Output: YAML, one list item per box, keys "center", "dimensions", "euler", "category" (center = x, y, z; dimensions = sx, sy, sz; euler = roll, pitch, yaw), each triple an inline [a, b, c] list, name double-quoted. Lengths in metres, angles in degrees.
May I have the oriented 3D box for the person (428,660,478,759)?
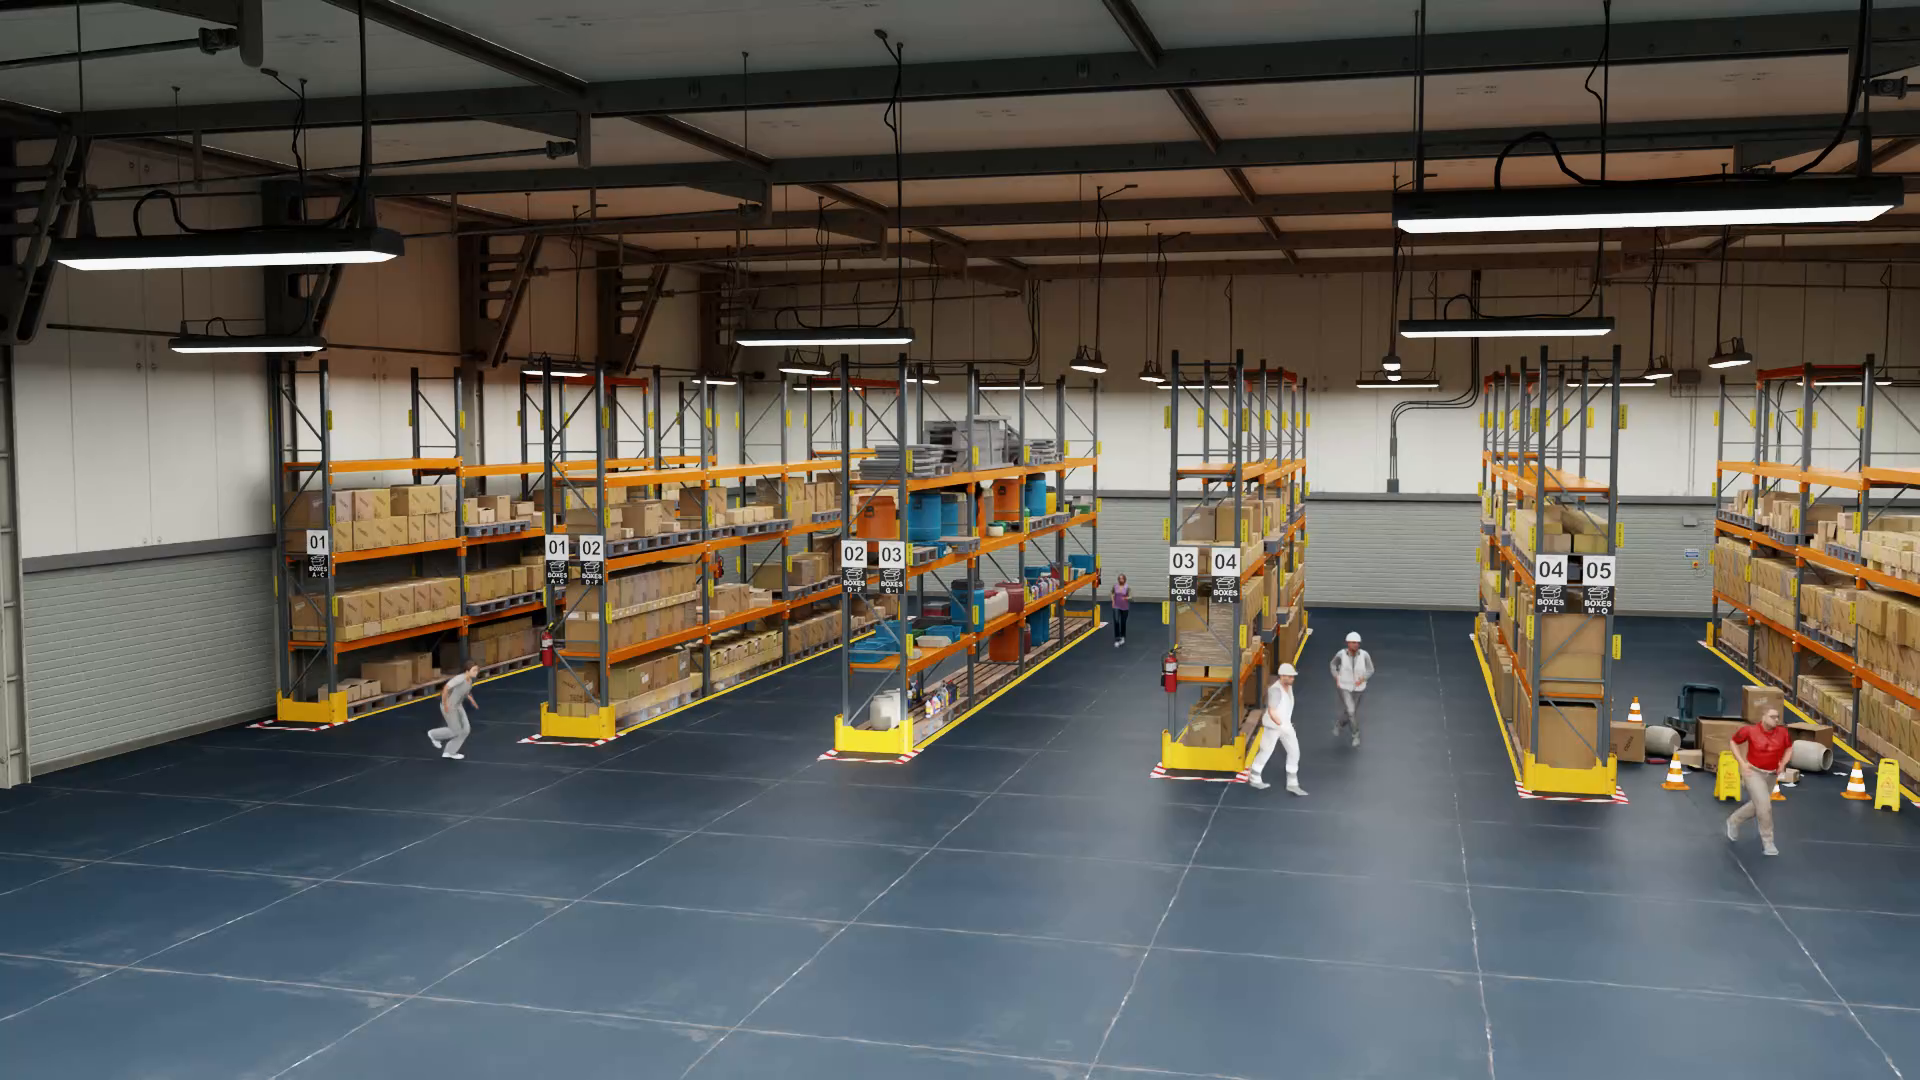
- center: [-7.511, 2.506, 24.578]
  dimensions: [0.868, 1.486, 0.577]
  euler: [1, 4, 18]
  category: "person"

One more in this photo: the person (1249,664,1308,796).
- center: [4.206, 2.519, 22.185]
  dimensions: [0.571, 1.784, 0.802]
  euler: [-4, 6, -43]
  category: "person"

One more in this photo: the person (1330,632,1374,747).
- center: [6.047, 2.274, 25.755]
  dimensions: [0.615, 1.751, 0.823]
  euler: [0, 4, -5]
  category: "person"

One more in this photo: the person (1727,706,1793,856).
- center: [9.343, 2.757, 19.456]
  dimensions: [0.631, 1.710, 0.817]
  euler: [-1, 4, -11]
  category: "person"

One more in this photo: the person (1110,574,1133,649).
- center: [3.565, 1.560, 36.762]
  dimensions: [0.520, 1.646, 0.743]
  euler: [1, 4, 8]
  category: "person"
